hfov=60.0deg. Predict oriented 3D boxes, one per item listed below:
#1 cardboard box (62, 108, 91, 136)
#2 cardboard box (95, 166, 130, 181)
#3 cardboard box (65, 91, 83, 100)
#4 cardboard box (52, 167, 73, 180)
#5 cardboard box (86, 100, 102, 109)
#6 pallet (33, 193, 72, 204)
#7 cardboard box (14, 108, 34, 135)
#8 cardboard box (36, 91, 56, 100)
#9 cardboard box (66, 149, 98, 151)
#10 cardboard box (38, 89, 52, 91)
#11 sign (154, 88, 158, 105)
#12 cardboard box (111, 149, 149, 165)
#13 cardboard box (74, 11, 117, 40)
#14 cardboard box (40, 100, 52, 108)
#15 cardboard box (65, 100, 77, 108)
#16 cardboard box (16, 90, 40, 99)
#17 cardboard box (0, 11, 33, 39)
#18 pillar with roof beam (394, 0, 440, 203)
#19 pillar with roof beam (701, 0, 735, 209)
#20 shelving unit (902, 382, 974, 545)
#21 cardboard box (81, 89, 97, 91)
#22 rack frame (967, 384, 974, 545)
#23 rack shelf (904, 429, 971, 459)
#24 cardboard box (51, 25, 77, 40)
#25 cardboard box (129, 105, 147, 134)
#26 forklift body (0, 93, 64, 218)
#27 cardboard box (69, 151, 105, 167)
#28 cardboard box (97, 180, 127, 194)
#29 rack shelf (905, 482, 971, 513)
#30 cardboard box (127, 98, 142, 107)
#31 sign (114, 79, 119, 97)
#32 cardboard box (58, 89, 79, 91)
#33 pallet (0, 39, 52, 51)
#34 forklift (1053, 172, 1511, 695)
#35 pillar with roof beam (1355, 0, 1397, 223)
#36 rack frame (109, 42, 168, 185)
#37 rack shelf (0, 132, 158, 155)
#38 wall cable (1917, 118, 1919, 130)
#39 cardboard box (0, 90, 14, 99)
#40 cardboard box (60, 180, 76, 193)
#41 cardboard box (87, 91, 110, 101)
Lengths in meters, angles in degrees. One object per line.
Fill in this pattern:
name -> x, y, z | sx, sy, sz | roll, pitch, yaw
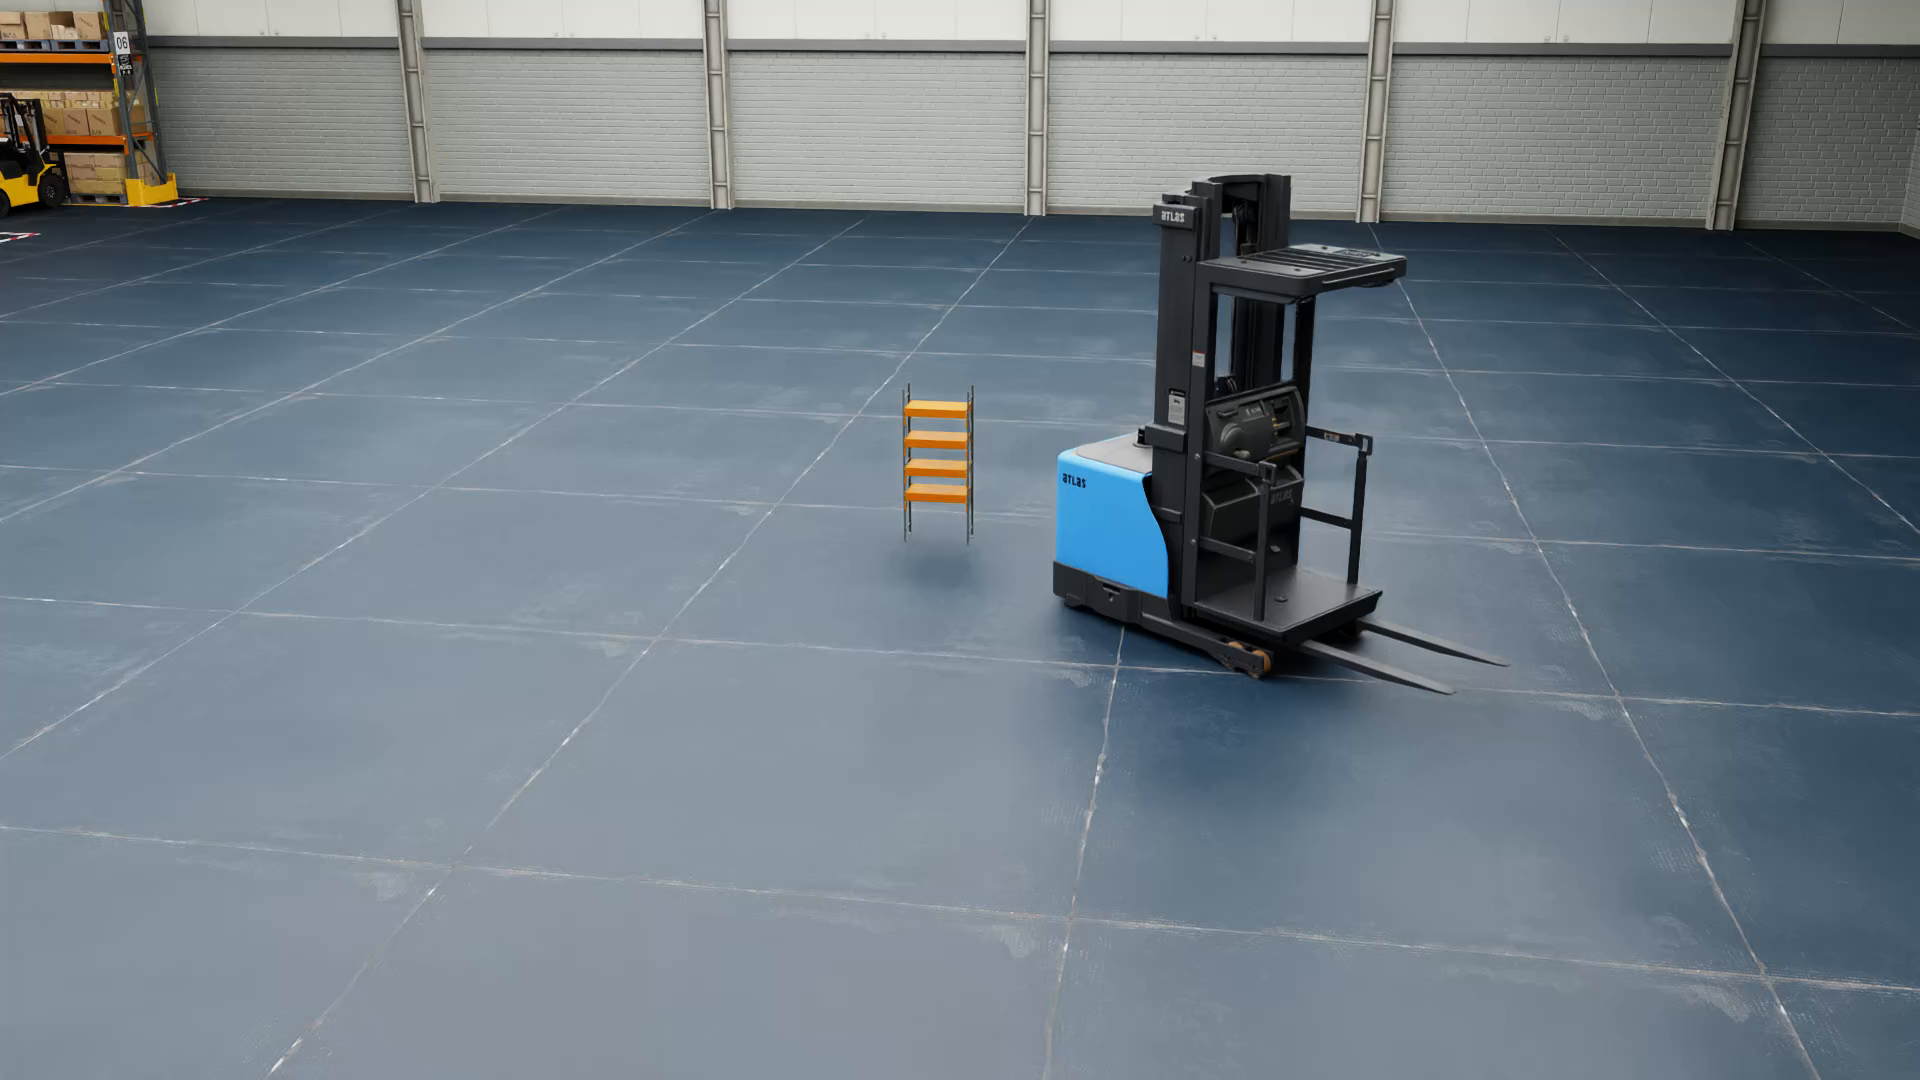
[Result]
cardboard box -> -16.862, -8.067, 32.021 | 0.500, 0.500, 0.500 | 4, 19, 10
cardboard box -> -16.354, -7.107, 32.193 | 0.500, 0.250, 0.500 | 3, 19, 8
cardboard box -> -16.956, -8.540, 31.942 | 0.250, 0.149, 0.380 | 3, 19, 9
cardboard box -> -17.360, -7.155, 32.337 | 0.500, 0.250, 0.500 | 2, 19, 7
cardboard box -> -16.468, -8.337, 31.804 | 0.250, 0.149, 0.380 | 3, 19, 10
pallet -> -17.787, -6.814, 32.826 | 1.213, 0.211, 1.003 | 3, 19, 9
cardboard box -> -17.866, -8.115, 32.163 | 0.500, 0.500, 0.500 | 3, 19, 9
cardboard box -> -17.487, -8.529, 31.911 | 0.250, 0.149, 0.380 | 3, 19, 10
cardboard box -> -17.254, -7.554, 32.740 | 0.500, 0.250, 0.500 | 3, 19, 8
cardboard box -> -17.906, -8.727, 32.503 | 0.250, 0.149, 0.380 | 3, 19, 10
sign -> -15.730, -8.670, 32.491 | 0.005, 0.325, 0.100 | 3, 19, 9
cardboard box -> -16.268, -7.501, 32.583 | 0.500, 0.250, 0.500 | 3, 19, 8
cardboard box -> -16.299, -9.711, 31.386 | 0.500, 0.500, 0.500 | 4, 19, 10
cardboard box -> -17.481, -8.390, 31.963 | 0.250, 0.149, 0.380 | 3, 19, 9
cardboard box -> -16.957, -8.385, 31.948 | 0.250, 0.149, 0.380 | 3, 19, 8
cardboard box -> -17.972, -8.590, 32.092 | 0.250, 0.149, 0.380 | 3, 19, 9
cardboard box -> -17.866, -9.837, 31.757 | 0.637, 0.503, 0.797 | 4, 19, 10
pillar with roof beam -> -11.127, -9.560, 27.186 | 0.400, 9.000, 9.100 | 3, 19, 9
pillar with roof beam -> -5.203, -9.258, 26.283 | 0.400, 9.000, 9.100 | 3, 19, 9
shelving unit -> -0.163, -0.577, 12.630 | 0.503, 1.200, 0.258 | 3, 19, 9
cardboard box -> -16.879, -8.678, 32.355 | 0.250, 0.149, 0.380 | 3, 19, 9
rack frame -> 0.077, -0.565, 12.593 | 0.015, 1.200, 0.240 | 3, 19, 9
rack shelf -> -0.163, -0.726, 12.580 | 0.480, 0.148, 0.258 | 3, 19, 9
cardboard box -> -16.940, -9.613, 31.464 | 0.258, 0.266, 0.396 | 3, 19, 9
cardboard box -> -16.269, -8.208, 32.441 | 0.500, 0.500, 0.500 | 4, 19, 10
forklift body -> -17.985, -7.170, 30.834 | 1.214, 2.155, 2.313 | 3, 19, 9
cardboard box -> -16.833, -7.367, 32.182 | 0.500, 0.250, 0.500 | 3, 19, 10
cardboard box -> -16.338, -6.868, 32.267 | 0.500, 0.250, 0.500 | 3, 19, 9
rack shelf -> -0.163, -0.325, 12.714 | 0.480, 0.148, 0.258 | 3, 19, 9
cardboard box -> -16.118, -8.502, 32.297 | 0.250, 0.149, 0.380 | 2, 19, 7
sign -> -15.924, -8.541, 31.395 | 0.005, 0.325, 0.100 | 3, 19, 9
cardboard box -> -17.387, -8.728, 32.503 | 0.250, 0.149, 0.380 | 2, 19, 7
pallet -> -17.726, -9.533, 31.972 | 1.213, 0.211, 1.003 | 3, 19, 9
forklift -> 2.011, -0.724, 10.341 | 1.130, 2.935, 3.031 | -16, 25, -40
pillar with roof beam -> 6.645, -8.654, 24.478 | 0.400, 9.000, 9.100 | 3, 19, 9
rack frame -> -15.824, -8.048, 32.122 | 0.127, 3.000, 1.000 | 3, 19, 9
rack shelf -> -17.798, -7.808, 32.537 | 4.000, 0.370, 1.077 | 3, 19, 9
wall cable -> 15.951, -7.666, 26.418 | 0.112, 2.526, 3.097 | 3, 19, 9
cardboard box -> -18.481, -8.592, 32.099 | 0.250, 0.149, 0.380 | 3, 19, 8
cardboard box -> -17.320, -6.924, 32.434 | 0.500, 0.250, 0.500 | 3, 19, 9
cardboard box -> -16.459, -8.499, 31.821 | 0.250, 0.149, 0.380 | 3, 19, 9
